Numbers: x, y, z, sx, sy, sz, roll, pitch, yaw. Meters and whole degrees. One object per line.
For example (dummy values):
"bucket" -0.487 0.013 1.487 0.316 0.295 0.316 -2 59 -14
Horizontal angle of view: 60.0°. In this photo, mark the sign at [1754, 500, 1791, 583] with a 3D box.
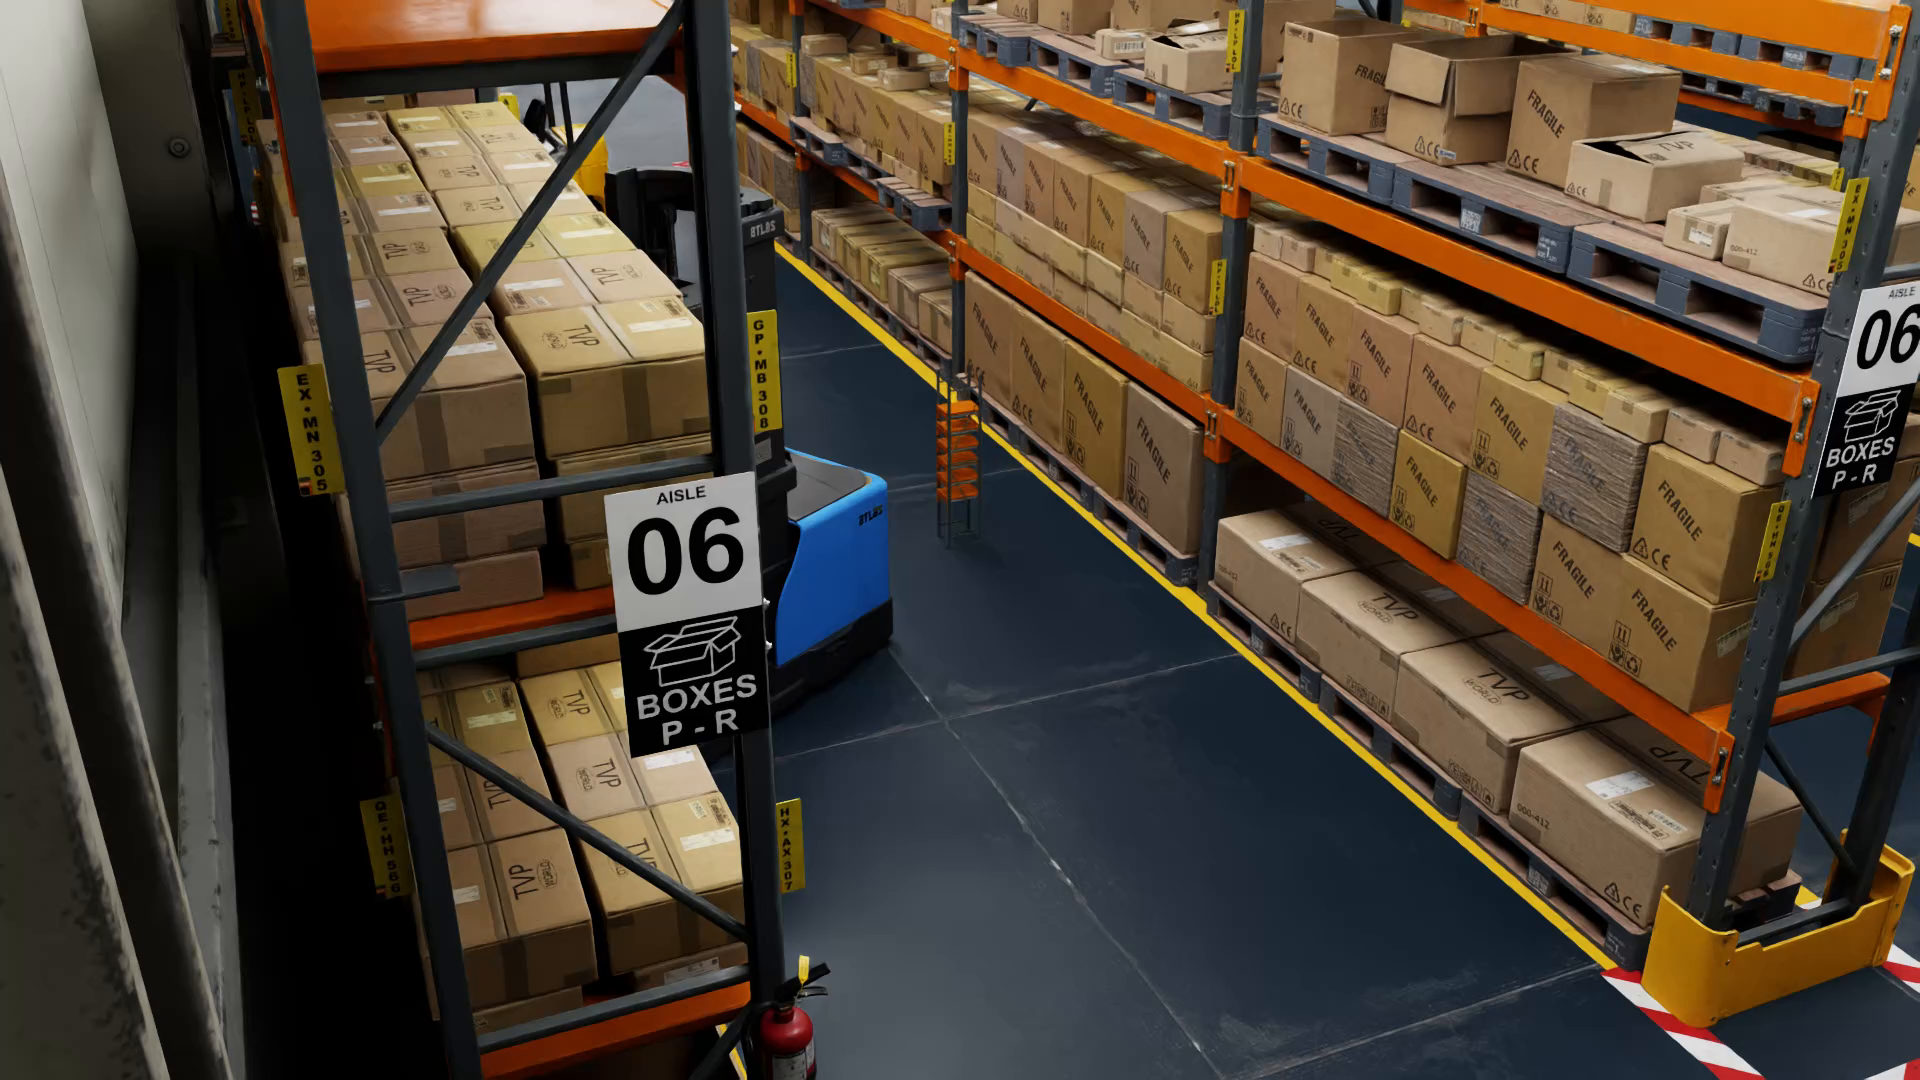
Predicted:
"sign" 3.046 0.006 6.228 0.100 0.325 0.005 -11 28 -21

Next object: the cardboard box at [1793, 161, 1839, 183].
"cardboard box" 6.555 -2.757 12.608 0.380 0.149 0.250 -10 28 -20

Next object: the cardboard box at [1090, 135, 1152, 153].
"cardboard box" 1.257 -2.607 11.917 0.500 0.500 0.500 -11 28 -21

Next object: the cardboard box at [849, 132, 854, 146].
"cardboard box" -0.795 -3.682 15.181 0.380 0.149 0.250 -10 28 -20

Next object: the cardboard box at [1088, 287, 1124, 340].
"cardboard box" 1.198 -1.552 11.182 0.500 0.250 0.500 -11 28 -22

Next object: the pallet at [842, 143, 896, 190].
"pallet" -0.395 -3.390 14.993 1.003 0.211 1.213 -11 28 -21

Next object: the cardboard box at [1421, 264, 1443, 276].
"cardboard box" 2.605 -1.459 8.826 0.380 0.149 0.250 -11 28 -21

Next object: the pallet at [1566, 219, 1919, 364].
"pallet" 3.250 -1.060 6.685 1.003 0.211 1.213 -11 28 -21

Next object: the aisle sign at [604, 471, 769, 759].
"aisle sign" -0.718 0.209 4.440 0.394 0.787 0.004 -11 28 -21

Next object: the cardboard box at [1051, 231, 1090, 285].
"cardboard box" 0.960 -1.975 11.478 0.500 0.250 0.500 -10 28 -20

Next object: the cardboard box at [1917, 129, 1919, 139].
"cardboard box" 9.476 -4.189 16.296 0.500 0.500 0.500 -10 28 -19

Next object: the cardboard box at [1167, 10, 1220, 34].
"cardboard box" 1.591 -3.343 10.934 0.396 0.266 0.258 -8 27 -16

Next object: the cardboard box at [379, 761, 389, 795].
"cardboard box" -1.963 0.916 6.242 0.380 0.149 0.250 -10 28 -20

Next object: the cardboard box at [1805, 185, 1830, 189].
"cardboard box" 6.162 -2.432 11.942 0.380 0.149 0.250 -9 28 -18

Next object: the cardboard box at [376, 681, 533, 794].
"cardboard box" -1.830 0.785 6.056 0.500 0.250 0.500 -10 28 -19

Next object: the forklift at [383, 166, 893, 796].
"forklift" -1.677 -0.313 8.550 1.130 2.935 3.031 18 31 32

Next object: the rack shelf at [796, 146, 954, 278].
"rack shelf" -0.366 -3.168 15.140 1.077 0.370 4.000 -11 28 -21

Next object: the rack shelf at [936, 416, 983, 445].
"rack shelf" -0.006 -0.721 10.913 0.258 0.103 0.180 -11 28 -21

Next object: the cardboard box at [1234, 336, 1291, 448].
"cardboard box" 1.927 -0.880 9.519 0.500 0.500 0.500 -10 28 -19

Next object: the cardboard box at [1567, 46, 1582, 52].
"cardboard box" 7.615 -5.925 20.253 0.380 0.149 0.250 -11 28 -21

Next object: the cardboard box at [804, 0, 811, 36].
"cardboard box" -1.302 -5.352 17.199 0.700 0.500 0.500 -10 28 -20

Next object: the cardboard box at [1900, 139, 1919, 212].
"cardboard box" 6.452 -2.364 11.081 0.500 0.500 0.500 -10 28 -19

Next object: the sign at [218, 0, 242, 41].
"sign" -4.662 -3.353 10.601 0.100 0.325 0.005 -11 28 -21

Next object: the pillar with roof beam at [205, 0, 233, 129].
"pillar with roof beam" -6.226 -10.481 22.460 9.100 9.000 0.400 -11 28 -21

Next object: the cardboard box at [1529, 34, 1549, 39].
"cardboard box" 7.687 -6.580 20.856 0.875 0.500 0.500 -11 28 -21

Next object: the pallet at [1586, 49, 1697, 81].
"pallet" 8.135 -5.582 19.482 1.003 0.211 1.213 -11 28 -21

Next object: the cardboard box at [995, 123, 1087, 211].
"cardboard box" 0.589 -2.739 12.186 0.500 0.500 0.500 -10 28 -20

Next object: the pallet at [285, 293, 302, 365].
"pallet" -3.818 -1.482 11.085 1.213 0.211 1.003 -11 28 -21

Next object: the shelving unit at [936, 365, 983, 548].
"shelving unit" -0.006 -0.545 10.999 0.258 1.200 0.189 -11 28 -21

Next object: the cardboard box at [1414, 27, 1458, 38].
"cardboard box" 4.364 -4.663 16.128 0.700 0.500 0.500 -11 28 -21

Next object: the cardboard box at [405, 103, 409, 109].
"cardboard box" -2.735 -2.284 8.785 0.380 0.149 0.250 -11 28 -21

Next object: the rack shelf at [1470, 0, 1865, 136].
"rack shelf" 5.716 -3.793 13.000 1.077 0.370 4.000 -11 28 -21

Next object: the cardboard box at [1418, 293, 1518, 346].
"cardboard box" 2.448 -1.065 8.019 0.380 0.149 0.250 -10 28 -20

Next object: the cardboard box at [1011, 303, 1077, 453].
"cardboard box" 0.957 -1.264 12.363 0.875 0.875 0.875 -10 28 -20

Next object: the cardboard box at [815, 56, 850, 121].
"cardboard box" -1.033 -4.225 15.554 0.500 0.500 0.500 -10 28 -20

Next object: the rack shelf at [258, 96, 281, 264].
"rack shelf" -3.365 -2.047 9.425 1.077 0.370 4.000 -11 28 -21

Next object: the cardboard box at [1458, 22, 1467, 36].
"cardboard box" 6.793 -6.725 21.892 0.380 0.149 0.250 -11 28 -21

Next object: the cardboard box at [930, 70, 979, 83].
"cardboard box" -0.159 -3.898 14.884 0.500 0.500 0.500 -12 28 -23

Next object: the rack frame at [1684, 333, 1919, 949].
"rack frame" 3.550 0.546 6.714 1.000 3.000 0.127 -11 28 -21

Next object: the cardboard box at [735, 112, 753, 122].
"cardboard box" -2.435 -4.611 19.075 0.500 0.500 0.500 -12 28 -23

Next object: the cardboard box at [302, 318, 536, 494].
"cardboard box" -1.446 -0.370 4.433 0.500 0.250 0.500 -11 28 -22

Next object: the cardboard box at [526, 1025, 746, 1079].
"cardboard box" -1.168 2.070 5.958 0.797 0.503 0.637 -12 28 -23

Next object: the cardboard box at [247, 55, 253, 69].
"cardboard box" -3.994 -2.781 9.824 0.380 0.149 0.250 -11 28 -21

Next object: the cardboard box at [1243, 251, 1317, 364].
"cardboard box" 1.948 -1.330 9.301 0.500 0.500 0.500 -10 28 -20

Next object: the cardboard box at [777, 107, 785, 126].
"cardboard box" -1.659 -4.363 17.053 0.380 0.149 0.250 -10 28 -19

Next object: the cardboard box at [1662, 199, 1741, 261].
"cardboard box" 3.054 -1.245 6.656 0.380 0.149 0.250 -13 29 -25

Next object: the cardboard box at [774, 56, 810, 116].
"cardboard box" -1.552 -4.614 16.828 0.500 0.500 0.500 -11 28 -22

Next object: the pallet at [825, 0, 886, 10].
"pallet" -0.596 -4.877 14.614 1.213 0.211 1.003 -11 28 -21

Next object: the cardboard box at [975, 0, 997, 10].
"cardboard box" 0.351 -4.231 13.231 0.396 0.266 0.258 -11 28 -21

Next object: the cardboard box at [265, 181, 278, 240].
"cardboard box" -2.646 -1.376 7.062 0.500 0.250 0.500 -11 28 -22

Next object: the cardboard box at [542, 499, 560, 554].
"cardboard box" -1.053 -0.105 4.914 0.380 0.149 0.250 -10 28 -20

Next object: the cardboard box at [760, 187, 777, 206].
"cardboard box" -1.846 -3.658 17.978 0.500 0.250 0.500 -11 28 -22
